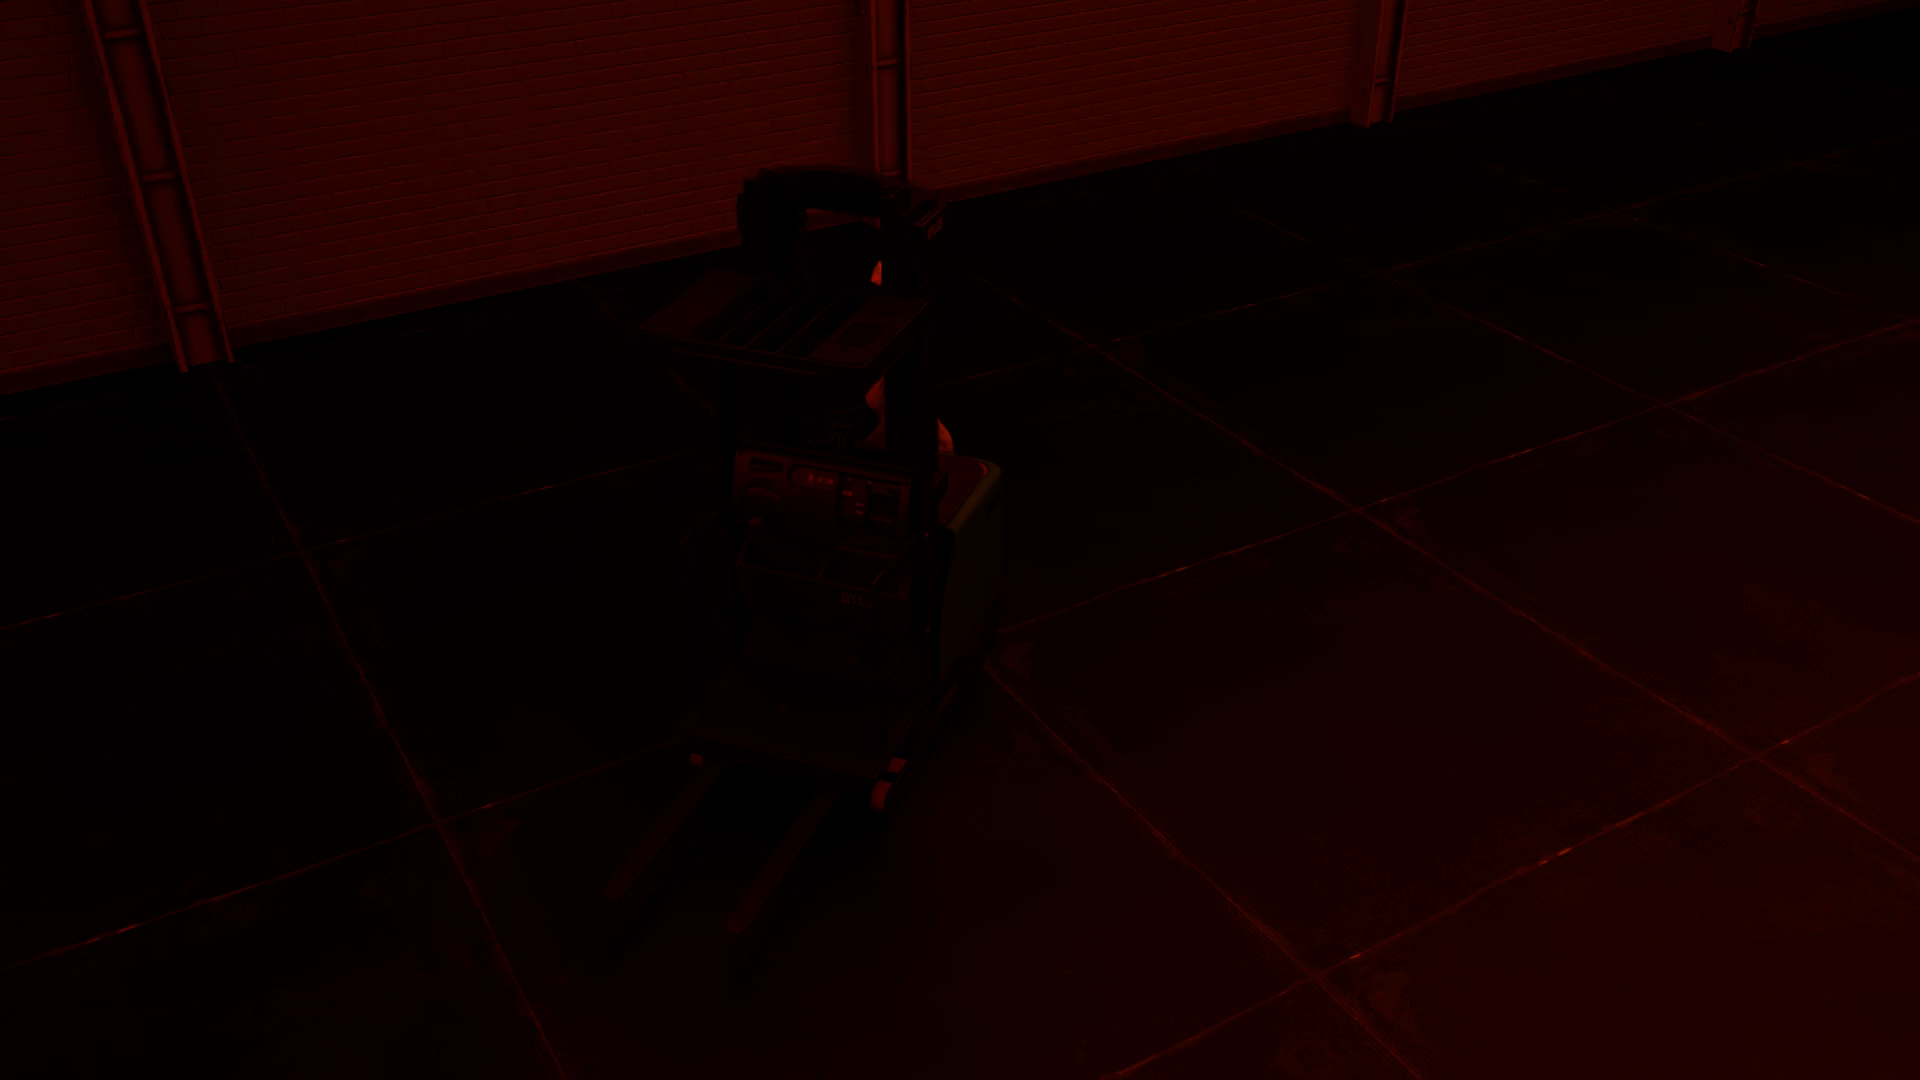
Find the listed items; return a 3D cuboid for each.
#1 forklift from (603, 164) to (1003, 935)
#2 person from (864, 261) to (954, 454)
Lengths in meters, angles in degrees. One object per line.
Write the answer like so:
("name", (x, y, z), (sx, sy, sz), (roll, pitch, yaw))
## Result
("forklift", (-0.746, -0.143, 7.886), (1.130, 2.935, 3.031), (11, 33, 18))
("person", (-0.400, -1.007, 10.608), (0.673, 1.656, 0.938), (-2, 31, -4))
